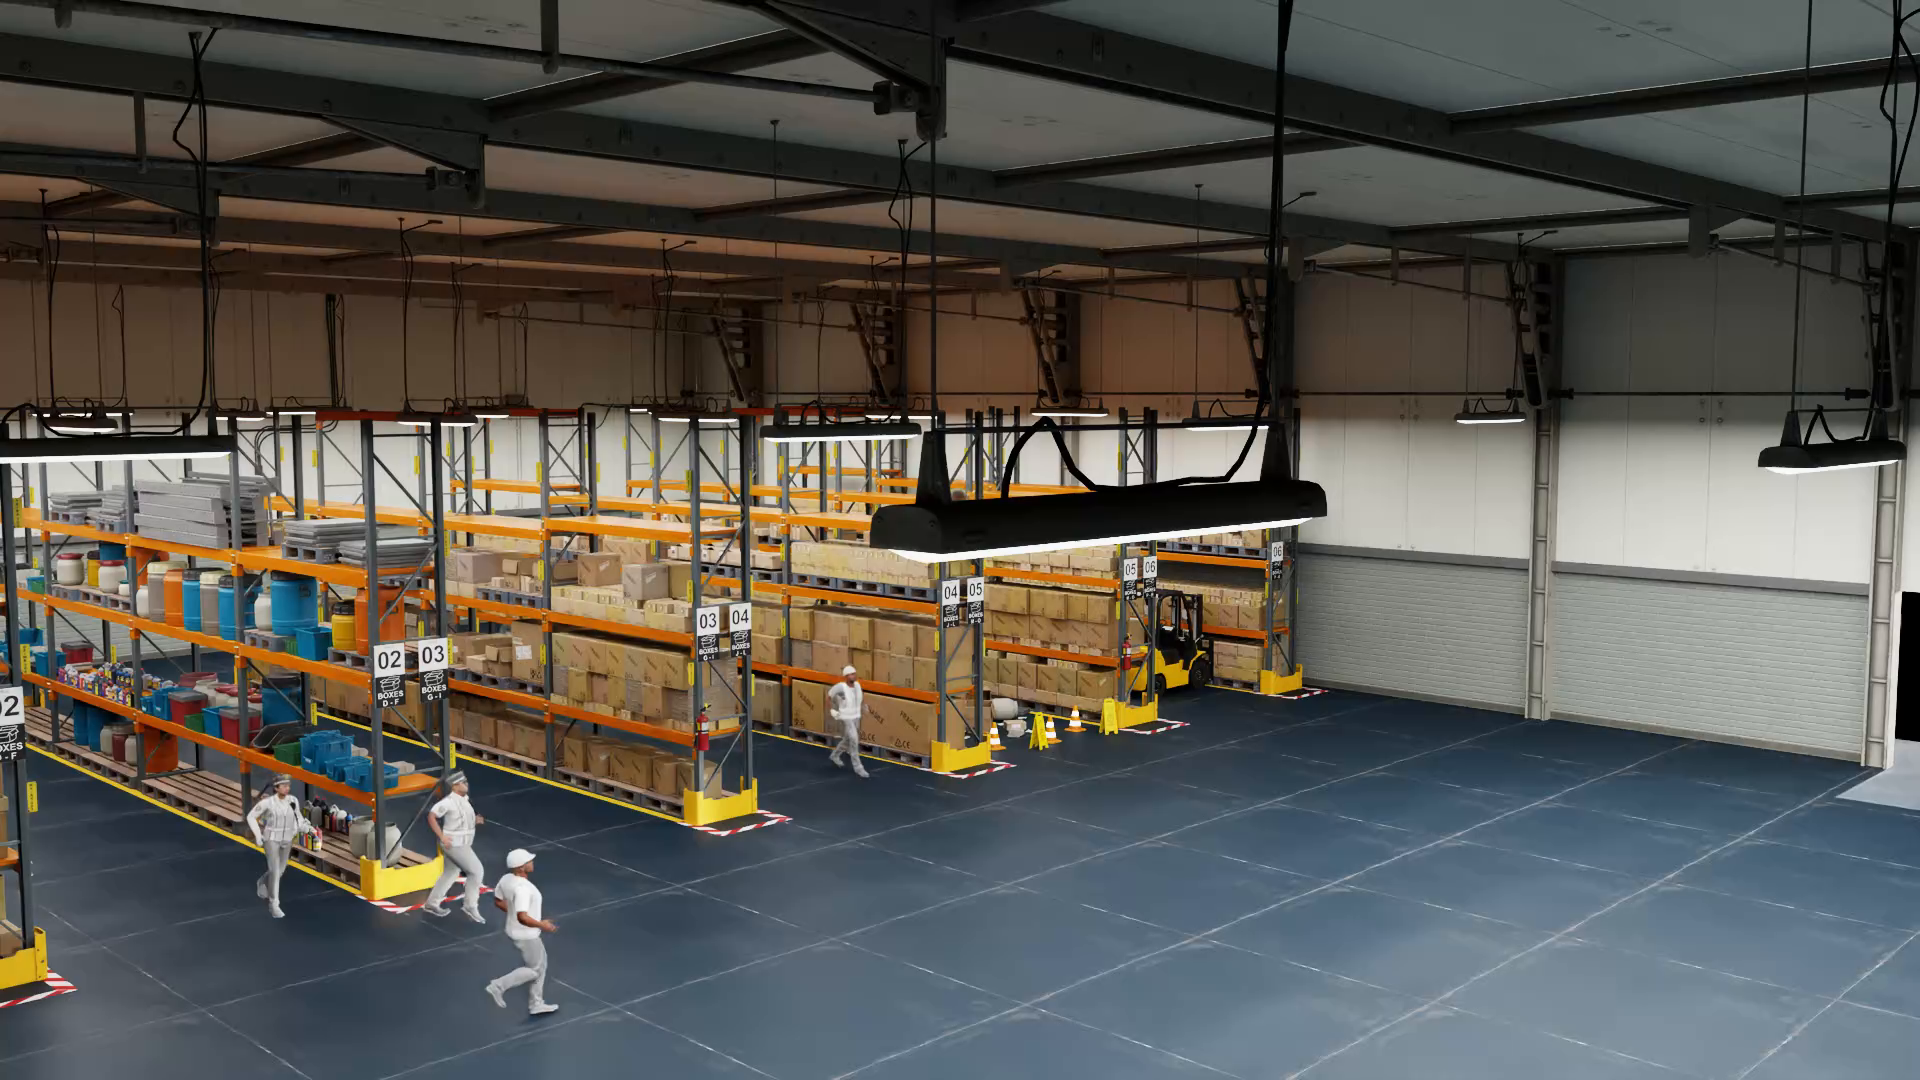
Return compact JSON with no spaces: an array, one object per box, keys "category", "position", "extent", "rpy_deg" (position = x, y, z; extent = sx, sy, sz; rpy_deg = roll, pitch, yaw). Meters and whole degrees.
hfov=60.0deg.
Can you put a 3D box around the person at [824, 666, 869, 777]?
[{"category":"person","position":[-1.842,2.986,27.684],"extent":[0.935,1.796,0.712],"rpy_deg":[4,6,36]}]

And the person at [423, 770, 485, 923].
[{"category":"person","position":[-6.086,3.675,20.013],"extent":[0.724,1.825,0.647],"rpy_deg":[-1,5,-10]}]

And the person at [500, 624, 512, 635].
[{"category":"person","position":[-10.985,1.937,40.592],"extent":[0.547,1.629,0.623],"rpy_deg":[1,5,11]}]

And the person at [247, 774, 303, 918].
[{"category":"person","position":[-8.387,3.708,20.437],"extent":[0.823,1.686,0.654],"rpy_deg":[5,7,43]}]

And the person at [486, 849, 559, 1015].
[{"category":"person","position":[-4.458,3.981,16.836],"extent":[0.758,1.737,0.699],"rpy_deg":[-3,6,-31]}]
